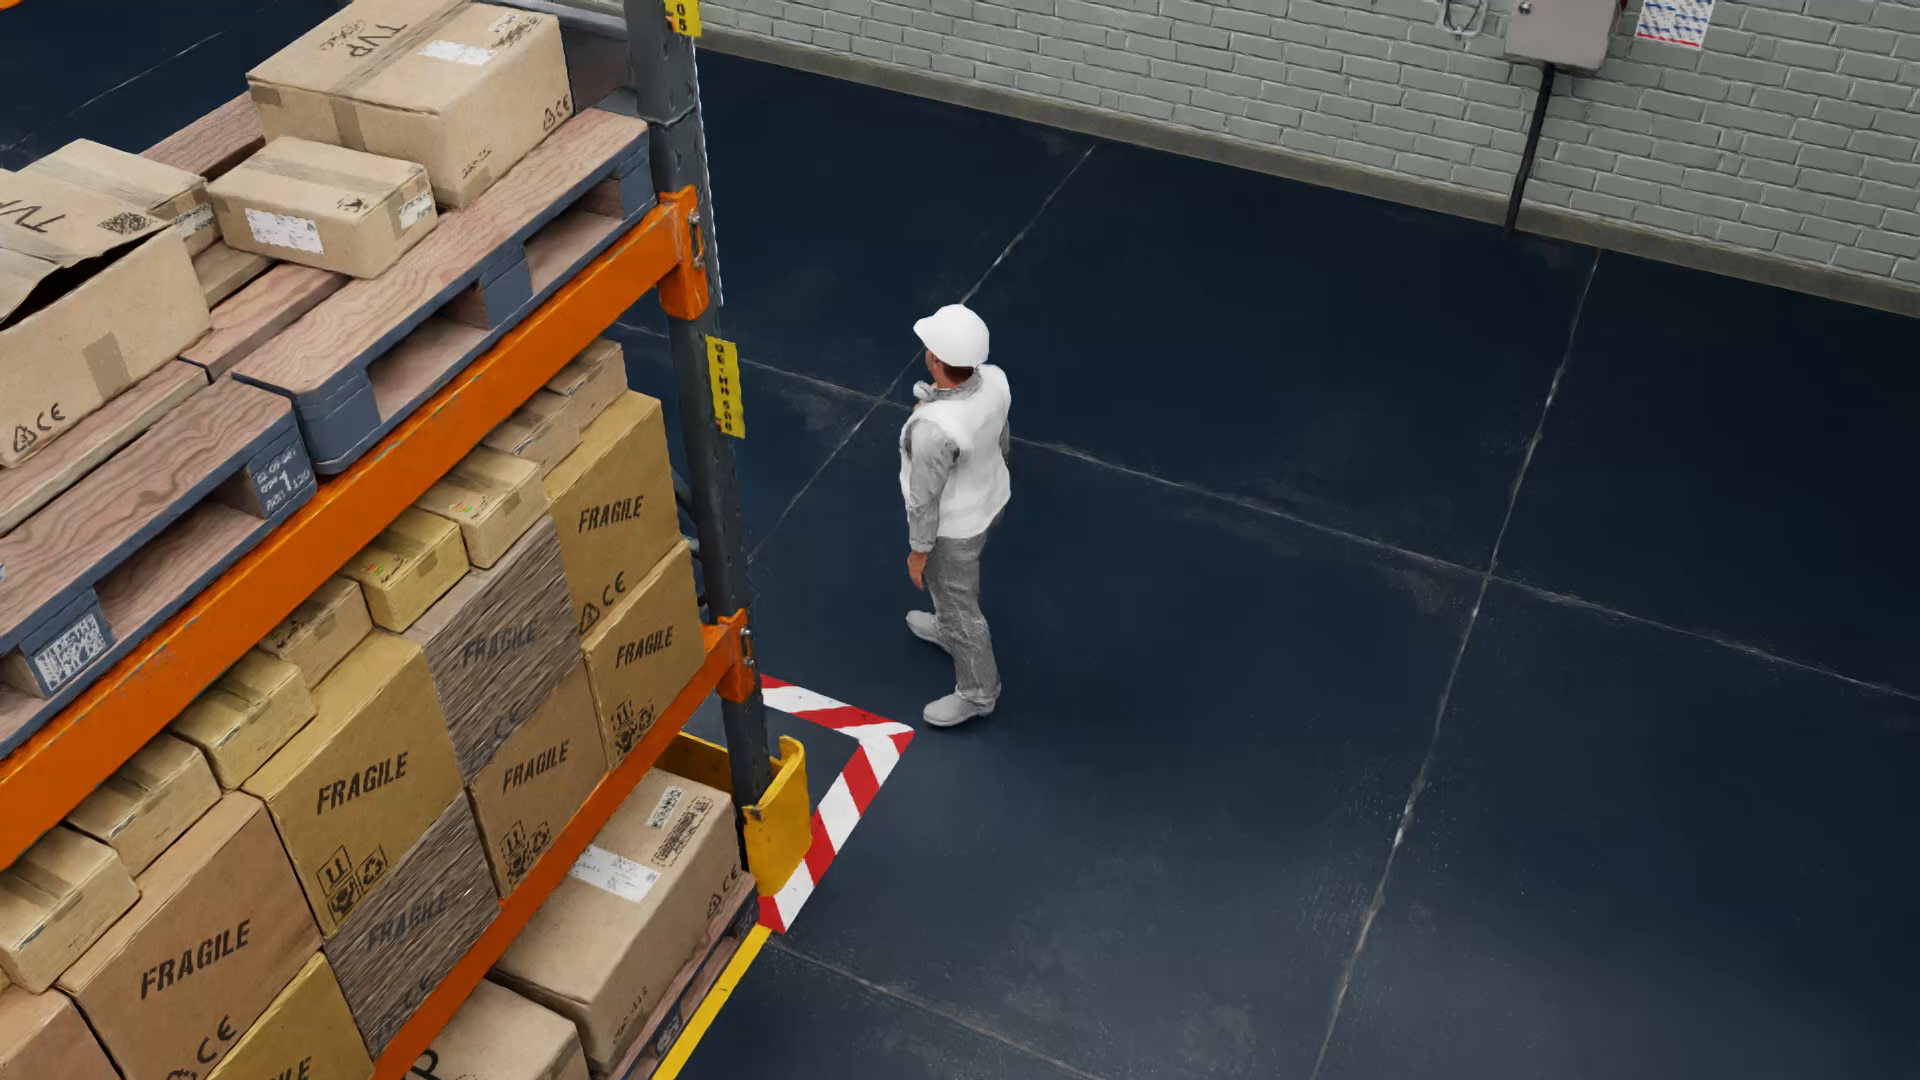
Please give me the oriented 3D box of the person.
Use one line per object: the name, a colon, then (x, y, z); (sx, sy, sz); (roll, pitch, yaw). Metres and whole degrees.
person: (-0.032, -0.144, 6.283); (0.577, 1.774, 0.689); (20, 45, 21)
